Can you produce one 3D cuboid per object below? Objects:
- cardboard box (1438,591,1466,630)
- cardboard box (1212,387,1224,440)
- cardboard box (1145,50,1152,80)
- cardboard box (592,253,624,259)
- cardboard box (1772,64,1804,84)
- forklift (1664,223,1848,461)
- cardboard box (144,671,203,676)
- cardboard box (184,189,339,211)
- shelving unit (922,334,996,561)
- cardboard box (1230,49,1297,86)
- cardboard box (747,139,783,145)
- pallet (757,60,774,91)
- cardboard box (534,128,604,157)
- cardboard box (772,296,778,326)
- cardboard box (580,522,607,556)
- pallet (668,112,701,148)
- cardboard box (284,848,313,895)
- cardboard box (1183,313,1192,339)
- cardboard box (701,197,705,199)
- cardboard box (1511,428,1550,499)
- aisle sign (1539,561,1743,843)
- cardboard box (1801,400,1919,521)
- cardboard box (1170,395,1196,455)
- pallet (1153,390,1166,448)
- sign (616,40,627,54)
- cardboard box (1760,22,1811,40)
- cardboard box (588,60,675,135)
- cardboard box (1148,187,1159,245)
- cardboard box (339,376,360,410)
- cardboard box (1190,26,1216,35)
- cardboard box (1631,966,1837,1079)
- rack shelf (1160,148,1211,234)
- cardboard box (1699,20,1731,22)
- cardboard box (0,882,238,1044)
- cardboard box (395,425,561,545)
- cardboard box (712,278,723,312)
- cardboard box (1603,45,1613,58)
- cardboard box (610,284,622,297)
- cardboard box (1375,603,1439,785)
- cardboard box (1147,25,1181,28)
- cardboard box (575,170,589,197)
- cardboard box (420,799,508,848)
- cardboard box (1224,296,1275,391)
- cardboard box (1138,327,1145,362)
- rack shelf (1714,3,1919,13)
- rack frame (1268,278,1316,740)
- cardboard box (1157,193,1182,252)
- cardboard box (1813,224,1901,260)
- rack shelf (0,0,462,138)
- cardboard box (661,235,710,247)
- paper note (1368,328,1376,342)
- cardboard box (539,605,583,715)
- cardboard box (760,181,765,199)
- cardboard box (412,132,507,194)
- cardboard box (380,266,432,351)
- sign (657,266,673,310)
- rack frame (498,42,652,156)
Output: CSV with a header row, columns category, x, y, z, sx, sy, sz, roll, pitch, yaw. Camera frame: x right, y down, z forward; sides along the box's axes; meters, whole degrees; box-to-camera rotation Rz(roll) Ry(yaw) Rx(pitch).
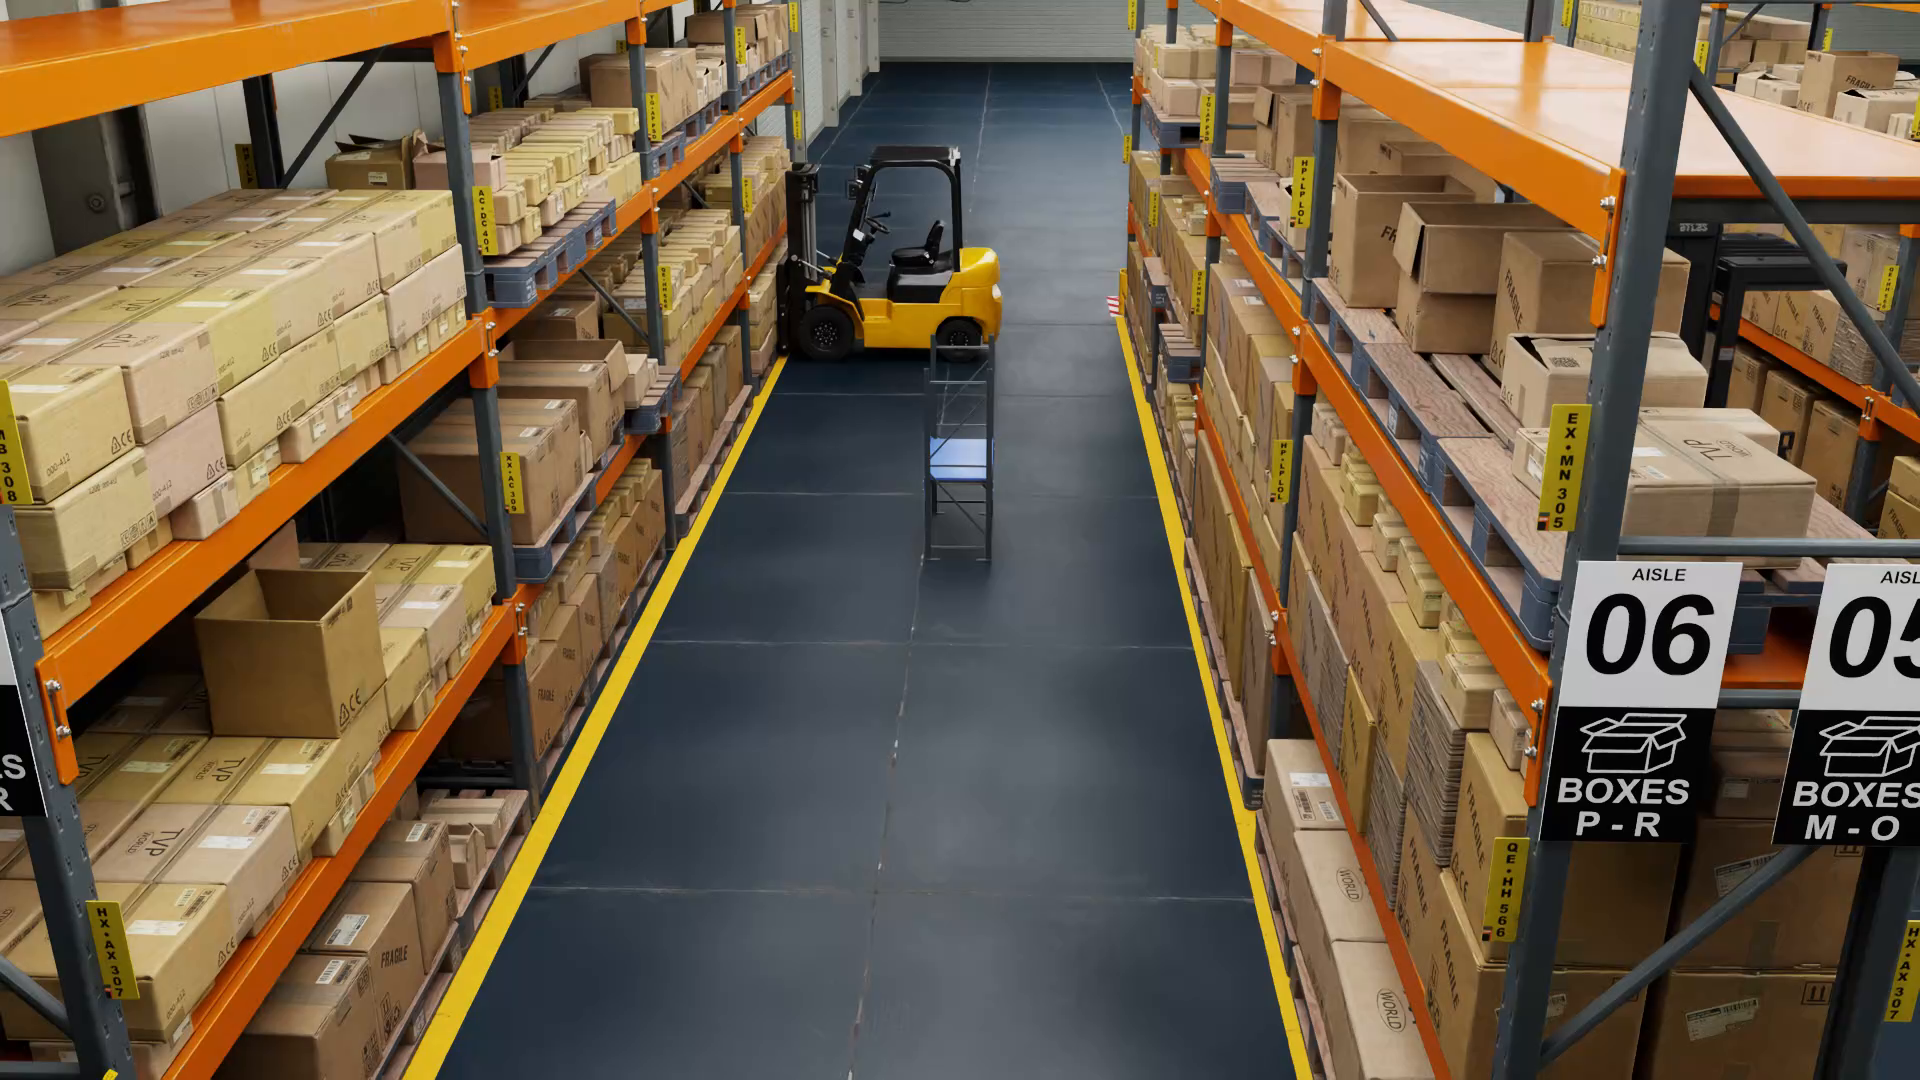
category,x,y,z,sx,sy,sz,roll,pitch,yaw
cardboard box,1.869,0.293,5.710,0.380,0.149,0.250,0,21,1
cardboard box,2.002,-0.852,11.285,0.500,0.250,0.500,0,21,0
cardboard box,2.177,-4.909,17.182,0.500,0.250,0.500,1,21,3
cardboard box,-2.975,-2.267,13.690,0.380,0.149,0.250,0,21,1
cardboard box,7.478,-4.024,14.595,0.500,0.250,0.500,1,21,2
forklift,5.256,-1.003,11.562,3.031,2.935,1.130,-1,21,-2
cardboard box,-3.127,0.587,7.167,0.500,0.250,0.500,1,21,3
cardboard box,-3.116,-1.413,7.483,0.500,0.250,0.500,0,21,1
shelving unit,0.003,-0.730,12.837,0.538,1.500,1.048,1,21,2
cardboard box,2.489,-3.905,13.736,0.500,0.250,0.500,1,21,3
cardboard box,-2.228,-4.494,19.018,0.380,0.149,0.250,1,21,2
pallet,-2.533,-4.887,17.453,1.003,0.211,1.213,1,21,2
cardboard box,-2.444,-2.483,10.379,0.380,0.149,0.250,0,21,0
cardboard box,-2.210,-2.464,17.761,0.500,0.250,0.500,0,21,1
cardboard box,-2.525,-0.007,10.880,0.380,0.149,0.250,0,21,-1
pallet,-2.733,-3.296,13.492,1.003,0.211,1.213,2,21,4
cardboard box,-2.648,1.184,6.178,0.380,0.149,0.250,1,21,2
cardboard box,1.940,-1.671,12.955,0.380,0.149,0.250,0,21,1
cardboard box,-2.761,-3.619,17.174,0.380,0.149,0.250,1,21,3
cardboard box,1.880,-0.229,4.955,0.380,0.149,0.250,-1,21,-3
aisle sign,1.711,0.421,4.202,0.394,0.787,0.004,1,21,2
cardboard box,7.326,-0.630,13.035,1.050,0.750,0.750,0,21,1
cardboard box,2.337,-0.998,14.506,0.950,0.372,0.625,1,21,3
pallet,2.366,-1.147,15.692,1.003,0.211,1.213,1,21,2
sign,-3.128,-4.463,15.414,0.100,0.325,0.005,1,21,2
cardboard box,7.690,-4.733,15.461,0.380,0.149,0.250,1,21,2
cardboard box,-2.429,-3.282,12.336,0.500,0.500,0.500,1,21,2
cardboard box,2.162,-3.263,16.742,0.500,0.500,0.500,1,21,3
cardboard box,-2.611,-0.575,6.565,0.380,0.149,0.250,1,21,2
cardboard box,2.748,-5.609,18.436,0.380,0.149,0.250,1,21,3
cardboard box,2.325,1.394,5.152,0.500,0.500,0.500,0,21,1
rack shelf,2.327,-3.068,13.637,1.077,0.370,4.000,1,21,2
cardboard box,7.039,-4.833,15.717,0.380,0.149,0.250,1,21,1
cardboard box,-2.655,1.328,5.257,0.500,0.250,0.500,1,21,2
cardboard box,-2.578,-0.304,8.946,0.700,0.500,0.500,1,21,3
cardboard box,-2.383,-2.165,14.670,0.500,0.250,0.500,1,21,2
cardboard box,7.099,-5.195,17.752,0.380,0.149,0.250,1,21,2
cardboard box,-2.945,-1.849,13.163,0.500,0.250,0.500,1,21,2
cardboard box,1.805,0.553,5.937,0.500,0.500,0.500,1,21,1
cardboard box,2.295,-5.701,18.674,0.380,0.149,0.250,0,21,1
cardboard box,-2.389,-2.072,9.705,0.380,0.149,0.250,1,21,3
cardboard box,-2.540,1.449,8.508,0.380,0.149,0.250,0,21,0
cardboard box,1.971,-1.253,10.590,0.500,0.500,0.500,1,21,3
cardboard box,2.144,-2.051,17.390,0.500,0.250,0.500,0,21,0
rack shelf,7.278,-4.262,13.120,1.077,0.370,4.000,1,21,2
rack frame,2.145,0.164,8.458,1.000,3.000,0.127,1,21,2
cardboard box,2.087,-2.943,15.337,0.500,0.500,0.500,1,21,3
cardboard box,7.269,-2.307,13.308,0.700,0.500,0.500,0,21,1
rack shelf,-2.877,-1.626,5.777,1.077,0.370,4.000,1,21,2
cardboard box,-2.371,-2.542,14.399,0.380,0.149,0.250,1,21,2
paper note,1.505,-0.751,6.086,0.006,0.032,0.123,1,21,2
cardboard box,-2.571,0.716,9.913,0.500,0.500,0.500,0,21,1
cardboard box,-2.223,-3.614,17.162,0.380,0.149,0.250,0,21,1
cardboard box,-2.458,-1.849,8.146,0.396,0.266,0.258,0,21,1
cardboard box,-2.586,-0.991,7.085,0.500,0.250,0.500,0,21,0
sign,-2.152,-1.835,12.121,0.100,0.325,0.005,1,21,2
rack frame,-2.695,-4.132,11.238,1.000,3.000,0.127,1,21,2
